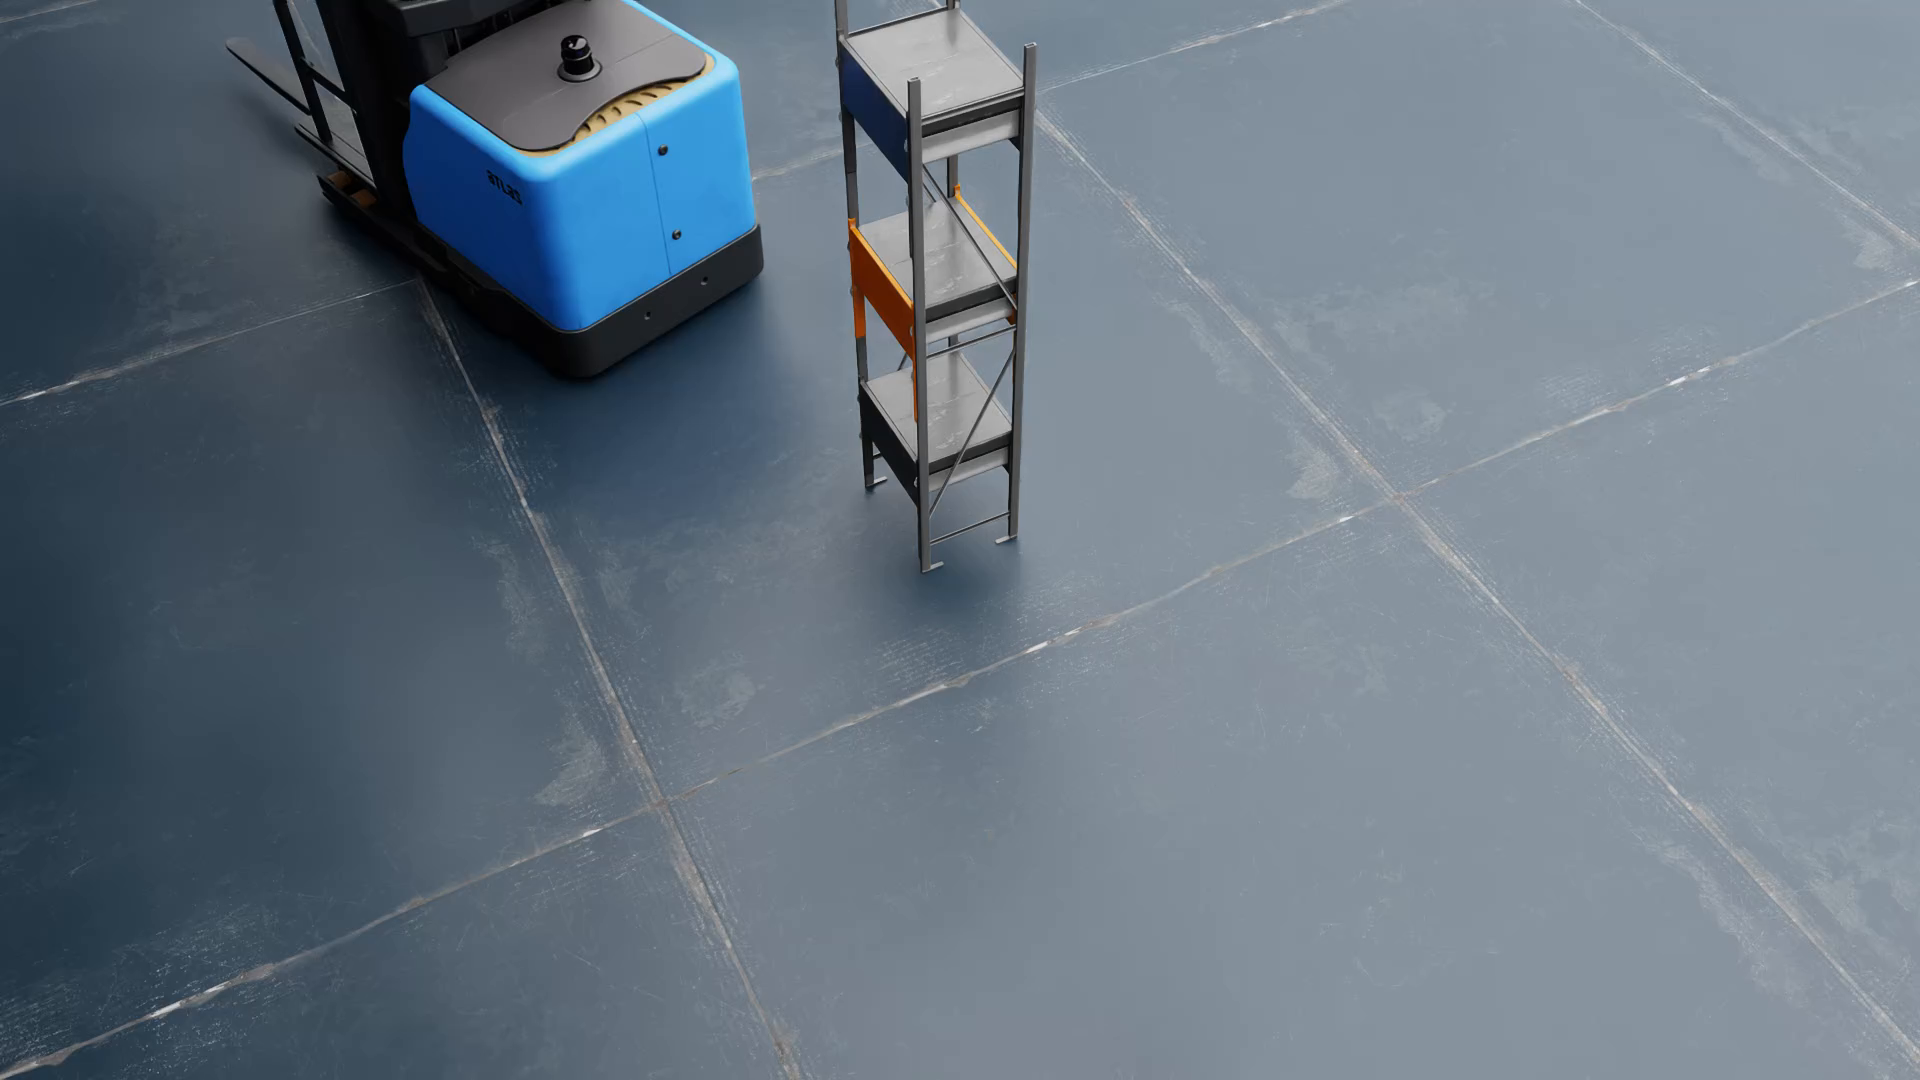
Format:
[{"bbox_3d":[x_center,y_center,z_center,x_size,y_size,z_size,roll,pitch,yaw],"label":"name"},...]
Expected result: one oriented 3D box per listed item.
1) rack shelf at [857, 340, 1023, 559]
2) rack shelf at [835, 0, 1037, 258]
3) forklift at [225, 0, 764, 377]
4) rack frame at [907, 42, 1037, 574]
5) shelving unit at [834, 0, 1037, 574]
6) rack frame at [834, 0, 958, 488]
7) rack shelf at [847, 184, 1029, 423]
[{"bbox_3d":[-0.076,-0.332,6.094,0.431,0.518,0.480,-21,52,-18],"label":"rack shelf"},{"bbox_3d":[-0.076,-1.254,5.040,0.431,0.518,0.480,-21,52,-18],"label":"rack shelf"},{"bbox_3d":[-2.252,-2.620,6.594,3.031,2.935,1.130,36,58,27],"label":"forklift"},{"bbox_3d":[0.036,-0.639,5.414,0.400,2.100,0.015,-21,52,-18],"label":"rack frame"},{"bbox_3d":[-0.076,-0.802,5.557,0.431,2.100,0.503,-21,52,-18],"label":"shelving unit"},{"bbox_3d":[-0.187,-0.965,5.699,0.400,2.100,0.015,-21,52,-18],"label":"rack frame"},{"bbox_3d":[-0.076,-0.793,5.567,0.431,0.518,0.480,-21,52,-18],"label":"rack shelf"}]
